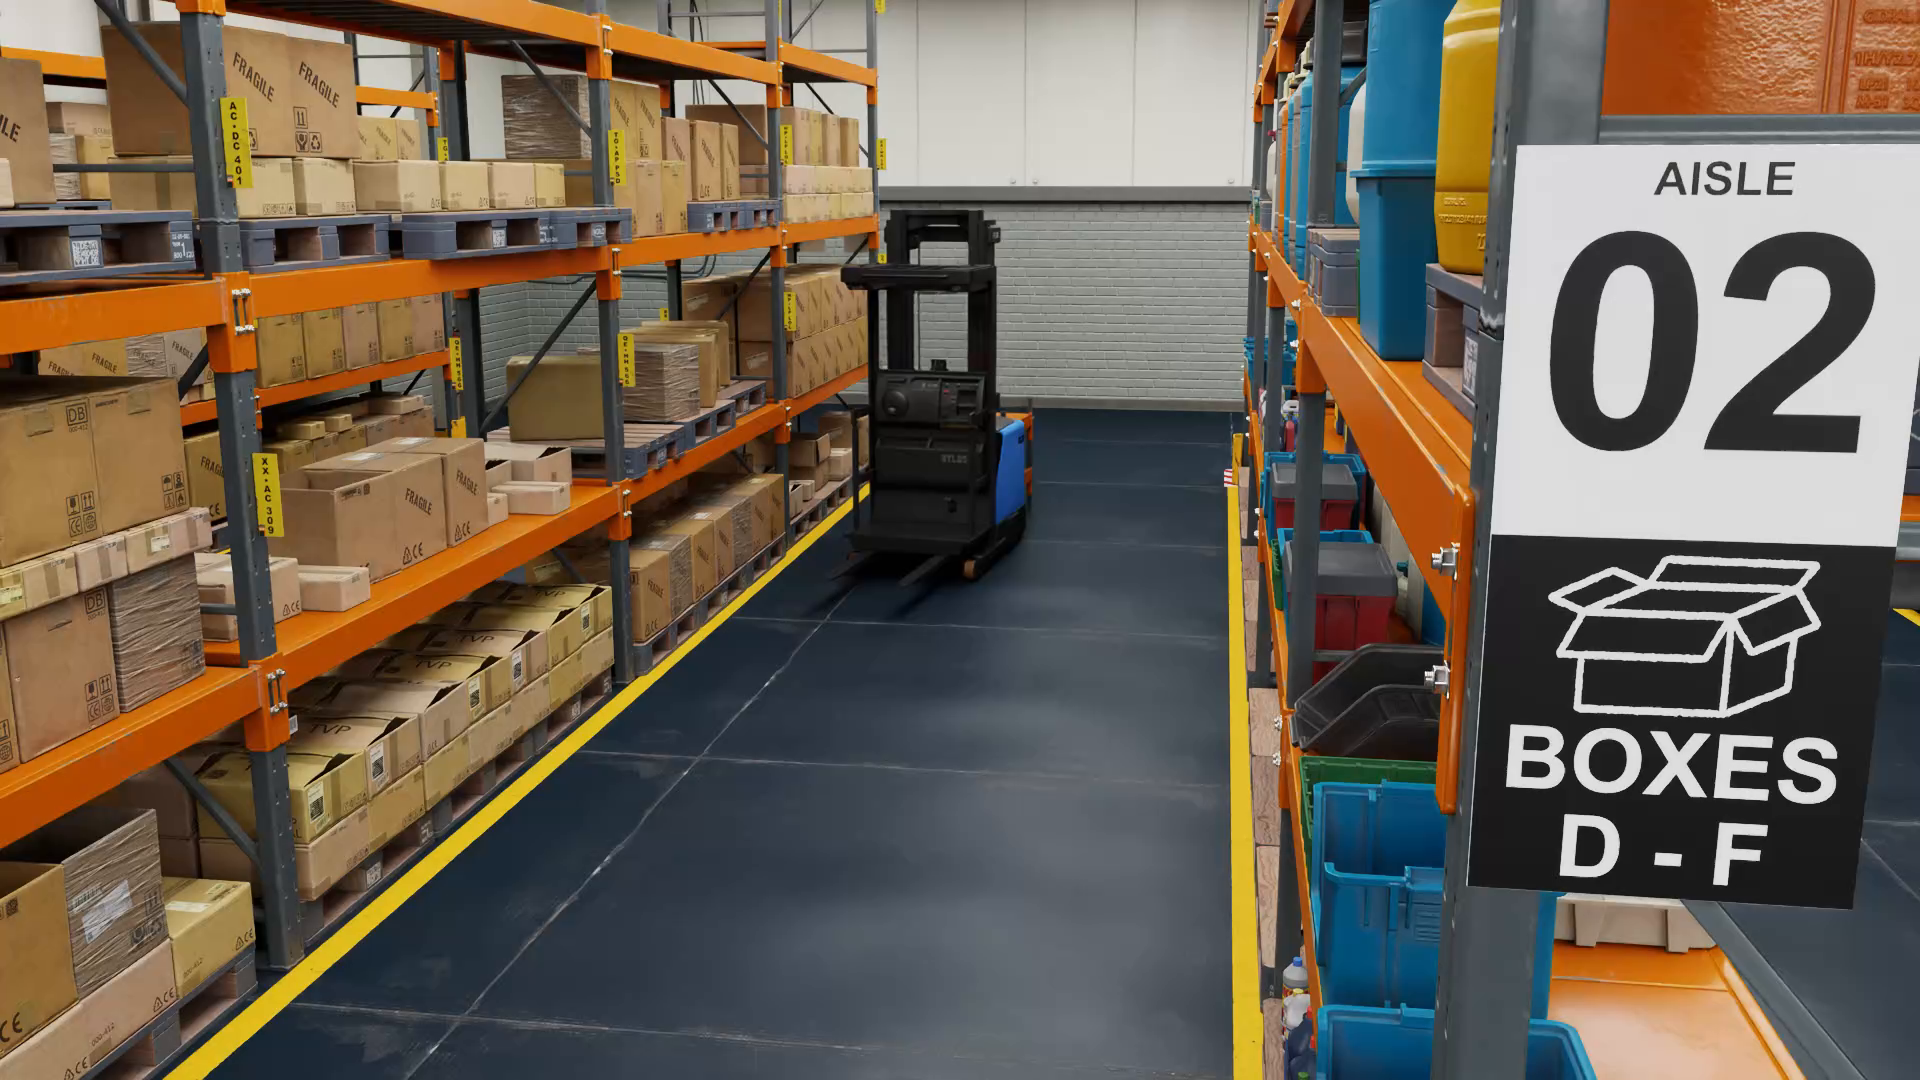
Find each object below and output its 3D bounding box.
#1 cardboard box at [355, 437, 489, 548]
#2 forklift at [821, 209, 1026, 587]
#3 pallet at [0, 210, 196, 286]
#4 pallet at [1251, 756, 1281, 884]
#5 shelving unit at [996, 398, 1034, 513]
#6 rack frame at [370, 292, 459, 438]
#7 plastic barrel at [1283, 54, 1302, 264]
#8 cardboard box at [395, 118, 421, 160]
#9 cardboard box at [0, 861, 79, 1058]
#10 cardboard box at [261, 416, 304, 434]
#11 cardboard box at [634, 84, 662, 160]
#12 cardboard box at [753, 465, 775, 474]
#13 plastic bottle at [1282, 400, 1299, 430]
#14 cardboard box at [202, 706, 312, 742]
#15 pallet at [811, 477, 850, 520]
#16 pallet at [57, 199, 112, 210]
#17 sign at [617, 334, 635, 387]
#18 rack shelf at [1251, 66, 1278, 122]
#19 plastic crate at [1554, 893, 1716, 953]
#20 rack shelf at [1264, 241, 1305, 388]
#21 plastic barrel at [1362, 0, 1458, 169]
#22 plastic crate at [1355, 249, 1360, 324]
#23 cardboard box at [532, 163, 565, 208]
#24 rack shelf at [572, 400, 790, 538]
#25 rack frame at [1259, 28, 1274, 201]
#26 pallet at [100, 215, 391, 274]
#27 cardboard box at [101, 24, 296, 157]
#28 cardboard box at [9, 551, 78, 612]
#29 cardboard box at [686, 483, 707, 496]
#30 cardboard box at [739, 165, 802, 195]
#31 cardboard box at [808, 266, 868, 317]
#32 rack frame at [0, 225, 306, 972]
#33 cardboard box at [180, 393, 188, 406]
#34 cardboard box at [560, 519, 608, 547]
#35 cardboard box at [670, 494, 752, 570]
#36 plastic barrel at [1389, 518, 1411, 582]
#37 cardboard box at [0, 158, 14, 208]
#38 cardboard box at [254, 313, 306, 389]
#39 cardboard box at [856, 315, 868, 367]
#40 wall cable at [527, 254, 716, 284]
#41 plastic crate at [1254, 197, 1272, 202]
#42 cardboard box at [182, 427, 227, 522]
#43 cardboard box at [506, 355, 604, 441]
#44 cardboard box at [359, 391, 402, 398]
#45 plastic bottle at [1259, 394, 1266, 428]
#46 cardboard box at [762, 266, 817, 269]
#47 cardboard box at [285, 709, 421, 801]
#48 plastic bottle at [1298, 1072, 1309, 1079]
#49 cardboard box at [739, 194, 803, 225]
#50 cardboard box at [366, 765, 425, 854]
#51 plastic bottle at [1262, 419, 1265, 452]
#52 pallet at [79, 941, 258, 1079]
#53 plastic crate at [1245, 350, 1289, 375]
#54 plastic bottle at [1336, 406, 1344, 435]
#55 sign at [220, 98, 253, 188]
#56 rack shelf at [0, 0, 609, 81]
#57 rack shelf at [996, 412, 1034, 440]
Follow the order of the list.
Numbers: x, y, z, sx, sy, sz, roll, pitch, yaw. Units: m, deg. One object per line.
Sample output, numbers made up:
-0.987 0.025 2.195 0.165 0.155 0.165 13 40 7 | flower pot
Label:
-2.852 -0.261 8.846 0.500 0.500 0.500 1 12 6 | cardboard box
-0.306 -1.200 13.604 1.130 2.935 3.031 4 13 16 | forklift
-3.331 -0.974 5.481 1.003 0.211 1.213 2 12 9 | pallet
1.936 1.376 8.108 1.003 0.211 1.213 2 12 9 | pallet
0.315 -0.729 15.708 0.538 1.125 1.048 4 13 16 | shelving unit
-6.275 -2.387 18.948 1.000 3.000 0.127 2 12 9 | rack frame
1.733 -1.664 7.286 0.600 0.901 0.708 2 12 9 | plastic barrel
-6.118 -4.239 17.766 0.500 0.500 0.500 2 12 8 | cardboard box
-3.243 1.355 5.337 0.500 0.500 0.500 2 12 9 | cardboard box
-6.774 -1.148 16.596 0.380 0.149 0.250 1 12 7 | cardboard box
-2.380 -2.869 11.453 0.500 0.500 0.500 2 12 9 | cardboard box
-2.073 -0.579 15.898 0.500 0.311 0.500 2 12 9 | cardboard box
2.459 -0.891 12.301 0.152 0.276 0.135 2 12 9 | plastic bottle
-3.373 0.934 7.740 0.500 0.311 0.500 2 12 10 | cardboard box
-1.703 -0.429 16.482 1.003 0.211 1.213 2 12 9 | pallet
-6.983 -2.734 13.896 0.805 0.209 1.217 1 12 6 | pallet
-2.062 -1.110 10.277 0.100 0.325 0.005 2 12 9 | sign
3.206 -4.035 15.013 1.077 0.370 4.000 2 12 9 | rack shelf
1.669 0.907 4.289 0.530 0.136 0.437 2 12 9 | plastic crate
1.976 -1.099 7.559 1.077 0.370 4.000 2 12 9 | rack shelf
1.409 -1.281 4.509 0.600 0.901 0.708 2 12 9 | plastic barrel
1.156 -0.611 4.091 0.336 0.188 0.450 2 12 9 | plastic crate
-2.625 -2.064 9.688 0.500 0.250 0.500 1 12 4 | cardboard box
-2.303 -0.626 12.487 1.077 0.370 4.000 2 12 9 | rack shelf
2.899 -4.166 12.963 1.000 3.000 0.127 2 12 9 | rack frame
-3.103 -1.286 7.174 0.805 0.209 1.217 1 12 6 | pallet
-3.092 -1.821 6.782 0.500 0.500 0.500 2 12 9 | cardboard box
-3.173 0.129 5.496 0.380 0.149 0.250 2 12 9 | cardboard box
-2.382 -0.183 13.613 0.500 0.500 0.500 2 12 9 | cardboard box
-1.675 -3.125 14.423 0.500 0.250 0.500 2 12 9 | cardboard box
-1.254 -2.558 17.132 0.500 0.500 0.500 2 12 10 | cardboard box
-3.226 0.271 6.616 1.000 3.000 0.127 2 12 9 | rack frame
-6.745 -1.199 13.985 0.380 0.149 0.250 2 12 9 | cardboard box
-2.694 -0.136 11.611 0.500 0.250 0.500 2 12 11 | cardboard box
-1.950 -0.068 13.080 0.500 0.500 0.500 2 12 9 | cardboard box
2.145 0.021 7.453 0.433 0.535 0.433 0 12 0 | plastic barrel
-3.141 -1.086 5.061 0.380 0.149 0.250 2 12 9 | cardboard box
-6.791 -1.813 15.574 0.980 0.700 0.700 2 12 10 | cardboard box
-1.256 -2.066 17.221 0.500 0.500 0.500 2 12 9 | cardboard box
-5.052 -4.967 24.053 3.097 2.526 0.112 2 12 9 | wall cable
2.723 -2.817 14.224 0.416 0.233 0.300 2 12 9 | plastic crate
-6.862 -0.569 14.619 0.750 0.750 0.750 2 12 9 | cardboard box
-2.625 -0.951 11.050 0.700 0.500 0.500 -2 12 -10 | cardboard box
-6.463 -1.571 18.558 0.380 0.149 0.250 2 12 9 | cardboard box
2.350 -0.987 12.757 0.097 0.271 0.097 0 12 0 | plastic bottle
-1.782 -2.572 17.196 0.500 0.500 0.500 2 12 9 | cardboard box
-2.834 0.954 7.647 0.500 0.311 0.500 2 12 8 | cardboard box
1.038 1.772 5.054 0.061 0.283 0.133 2 12 11 | plastic bottle
-1.676 -2.881 14.476 0.500 0.250 0.500 2 12 9 | cardboard box
-2.839 1.228 7.707 0.500 0.250 0.500 2 12 10 | cardboard box
2.149 -0.746 11.610 0.061 0.283 0.133 2 12 9 | plastic bottle
-3.389 1.798 6.148 1.003 0.211 1.213 2 12 9 | pallet
2.948 -1.698 16.009 0.416 0.233 0.300 2 12 9 | plastic crate
2.910 -0.973 12.506 0.144 0.351 0.185 2 12 9 | plastic bottle
-2.677 -1.469 6.155 0.100 0.325 0.005 2 12 9 | sign
-2.918 -2.531 8.034 1.077 0.370 4.000 2 12 9 | rack shelf
0.315 -1.016 15.647 0.538 0.278 1.000 4 13 16 | rack shelf
